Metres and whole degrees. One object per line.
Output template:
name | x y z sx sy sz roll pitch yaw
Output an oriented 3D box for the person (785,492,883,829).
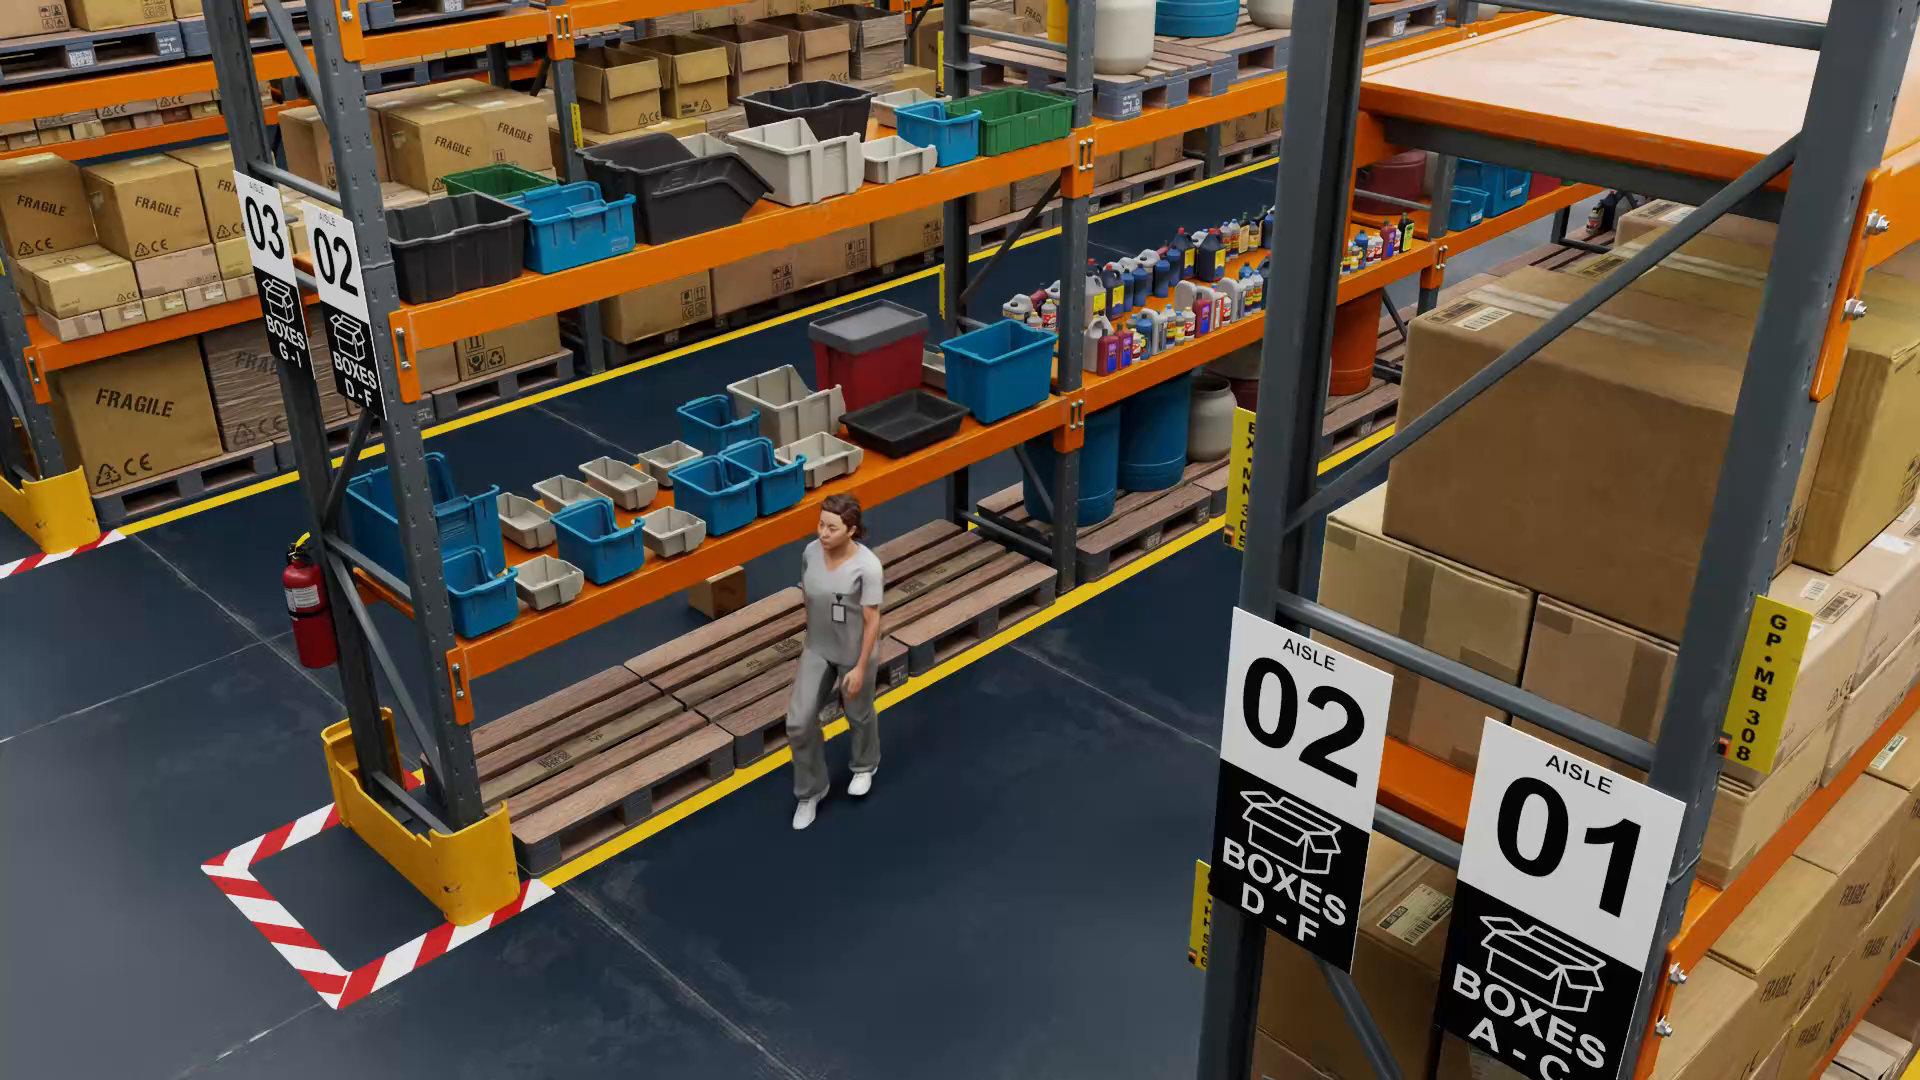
person | -0.565 0.568 7.855 0.455 1.723 0.587 11 30 20
